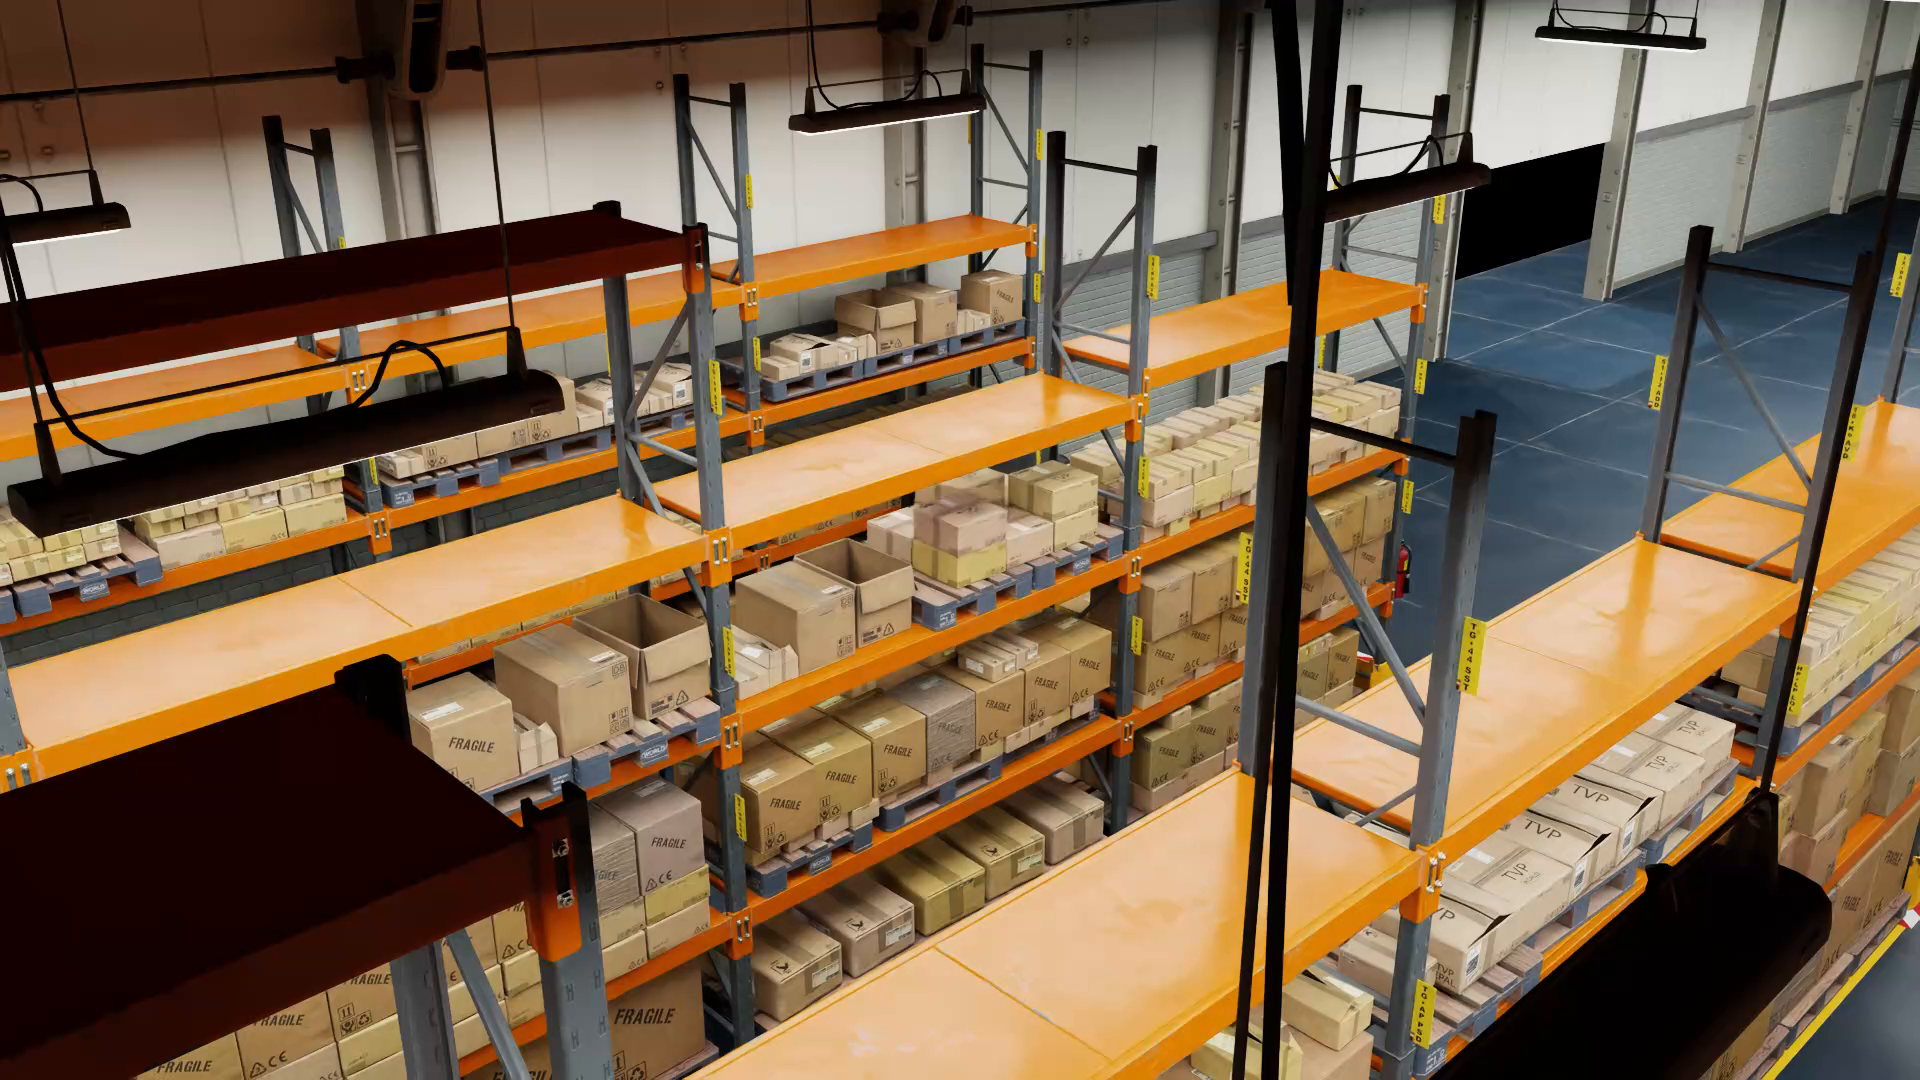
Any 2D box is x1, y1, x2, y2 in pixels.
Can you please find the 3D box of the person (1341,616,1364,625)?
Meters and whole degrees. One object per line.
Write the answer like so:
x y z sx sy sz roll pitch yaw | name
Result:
3.963 0.127 18.207 1.031 1.730 0.565 18 28 37 | person
